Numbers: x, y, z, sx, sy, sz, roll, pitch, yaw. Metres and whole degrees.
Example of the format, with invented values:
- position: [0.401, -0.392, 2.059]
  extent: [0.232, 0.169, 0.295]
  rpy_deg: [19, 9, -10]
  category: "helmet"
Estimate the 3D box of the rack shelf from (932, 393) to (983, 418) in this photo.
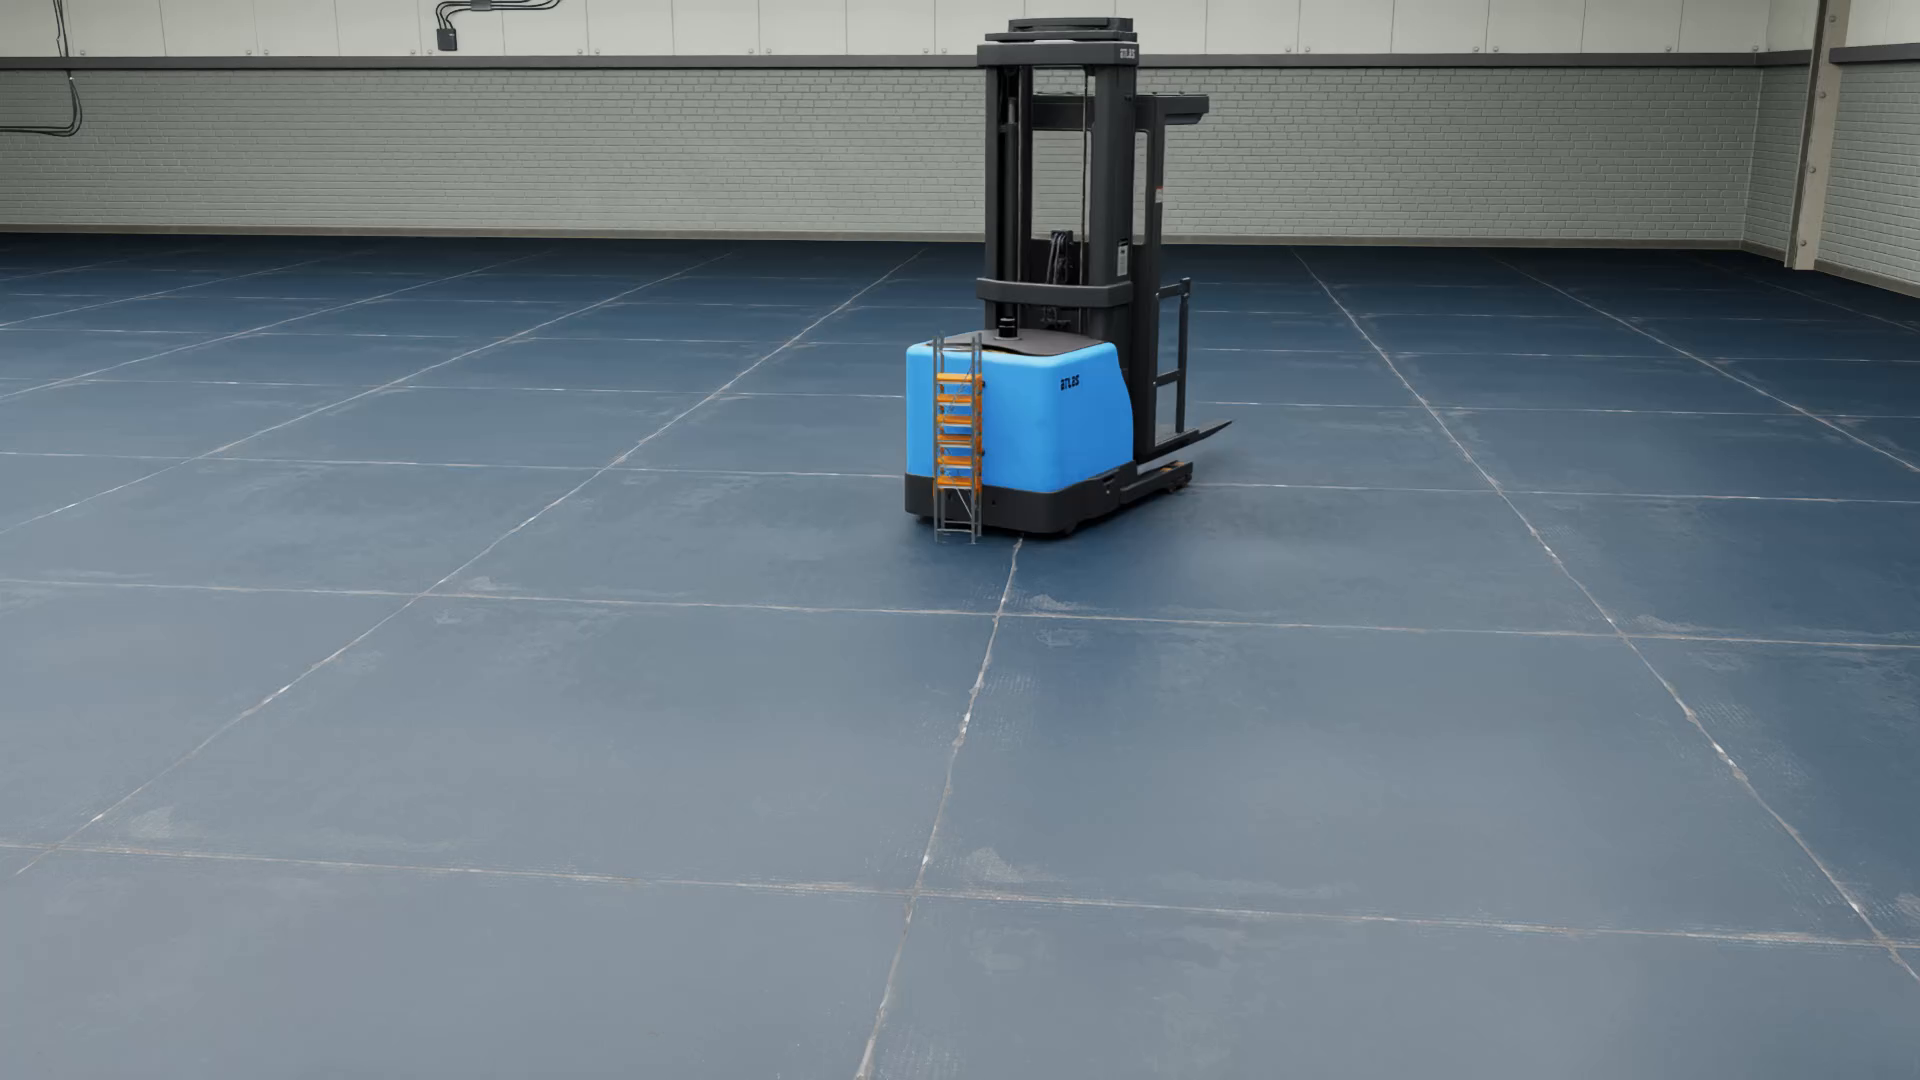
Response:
- position: [-0.012, -0.768, 9.454]
  extent: [0.258, 0.103, 0.180]
  rpy_deg: [3, 15, 12]
  category: "rack shelf"

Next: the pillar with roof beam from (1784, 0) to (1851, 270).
- position: [8.066, -8.466, 23.733]
  extent: [9.100, 9.000, 0.400]
  rpy_deg: [2, 15, 6]
  category: "pillar with roof beam"

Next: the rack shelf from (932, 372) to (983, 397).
- position: [-0.012, -0.884, 9.423]
  extent: [0.258, 0.103, 0.180]
  rpy_deg: [3, 15, 12]
  category: "rack shelf"

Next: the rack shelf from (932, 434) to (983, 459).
- position: [-0.012, -0.536, 9.517]
  extent: [0.258, 0.103, 0.180]
  rpy_deg: [3, 15, 12]
  category: "rack shelf"

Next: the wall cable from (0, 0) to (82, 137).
- position: [-17.309, -8.494, 29.782]
  extent: [3.097, 2.526, 0.112]
  rpy_deg: [2, 15, 6]
  category: "wall cable"

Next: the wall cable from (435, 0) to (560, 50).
- position: [-7.878, -11.351, 27.884]
  extent: [2.305, 6.003, 0.169]
  rpy_deg: [2, 15, 6]
  category: "wall cable"

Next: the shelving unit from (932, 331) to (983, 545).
- position: [-0.012, -0.579, 9.505]
  extent: [0.258, 1.200, 0.189]
  rpy_deg: [3, 15, 12]
  category: "shelving unit"

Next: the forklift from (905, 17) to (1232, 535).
- position: [0.878, -1.779, 10.625]
  extent: [1.130, 2.935, 3.031]
  rpy_deg: [9, 18, 31]
  category: "forklift"

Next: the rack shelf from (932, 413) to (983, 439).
- position: [-0.012, -0.652, 9.485]
  extent: [0.258, 0.103, 0.180]
  rpy_deg: [3, 15, 12]
  category: "rack shelf"

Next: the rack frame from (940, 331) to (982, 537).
- position: [0.007, -0.603, 9.591]
  extent: [0.240, 1.200, 0.006]
  rpy_deg: [3, 15, 12]
  category: "rack frame"

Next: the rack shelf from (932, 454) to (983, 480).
- position: [-0.012, -0.420, 9.548]
  extent: [0.258, 0.103, 0.180]
  rpy_deg: [3, 15, 12]
  category: "rack shelf"

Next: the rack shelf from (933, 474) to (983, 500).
- position: [-0.012, -0.305, 9.579]
  extent: [0.258, 0.103, 0.180]
  rpy_deg: [3, 15, 12]
  category: "rack shelf"

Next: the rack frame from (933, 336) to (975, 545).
- position: [-0.032, -0.556, 9.419]
  extent: [0.240, 1.200, 0.006]
  rpy_deg: [3, 15, 12]
  category: "rack frame"
